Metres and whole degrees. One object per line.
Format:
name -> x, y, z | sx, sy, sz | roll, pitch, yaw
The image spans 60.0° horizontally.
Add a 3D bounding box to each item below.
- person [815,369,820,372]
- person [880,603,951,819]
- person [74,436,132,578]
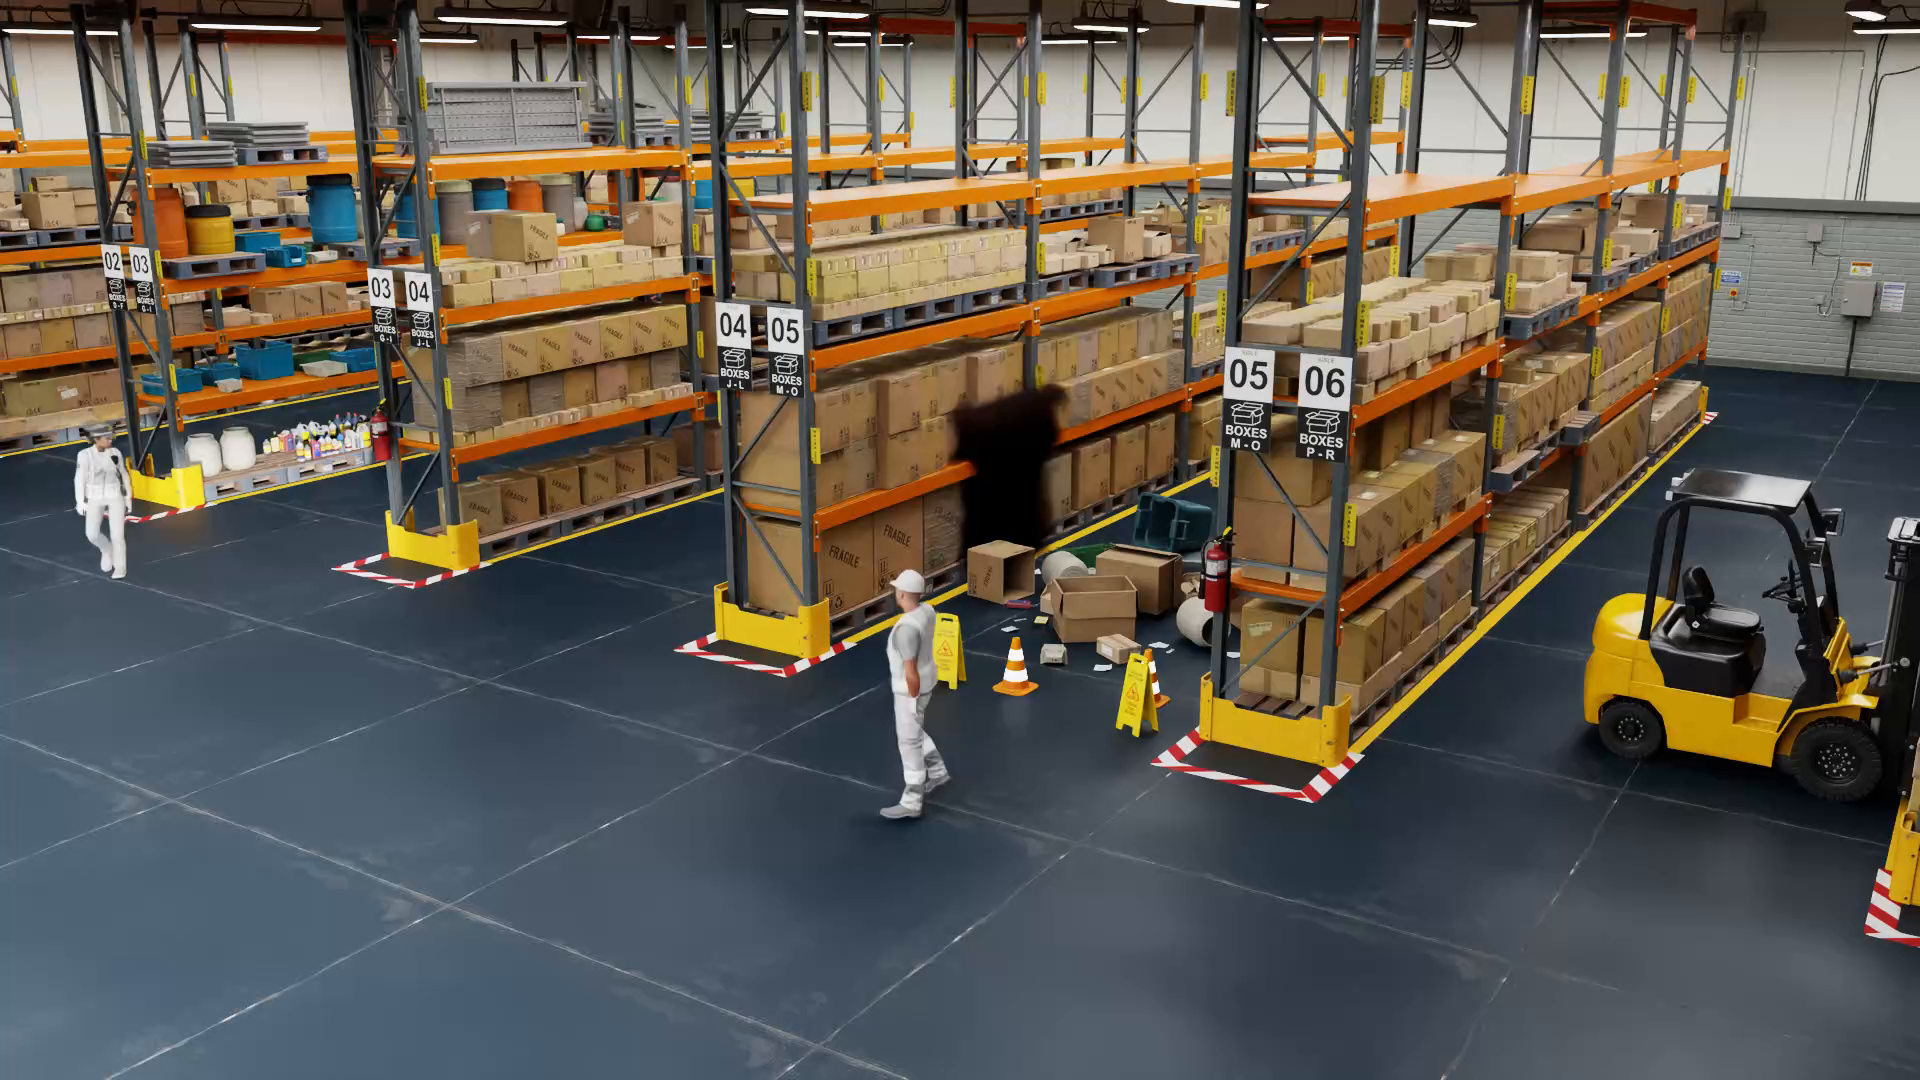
person -> -1.809, -1.542, 20.574 | 0.474, 1.535, 0.695 | 5, 16, 18
person -> -0.312, 1.191, 11.976 | 0.443, 1.554, 0.591 | 3, 16, 11
person -> -9.049, -0.405, 17.592 | 0.515, 1.631, 0.458 | -4, 16, -14
